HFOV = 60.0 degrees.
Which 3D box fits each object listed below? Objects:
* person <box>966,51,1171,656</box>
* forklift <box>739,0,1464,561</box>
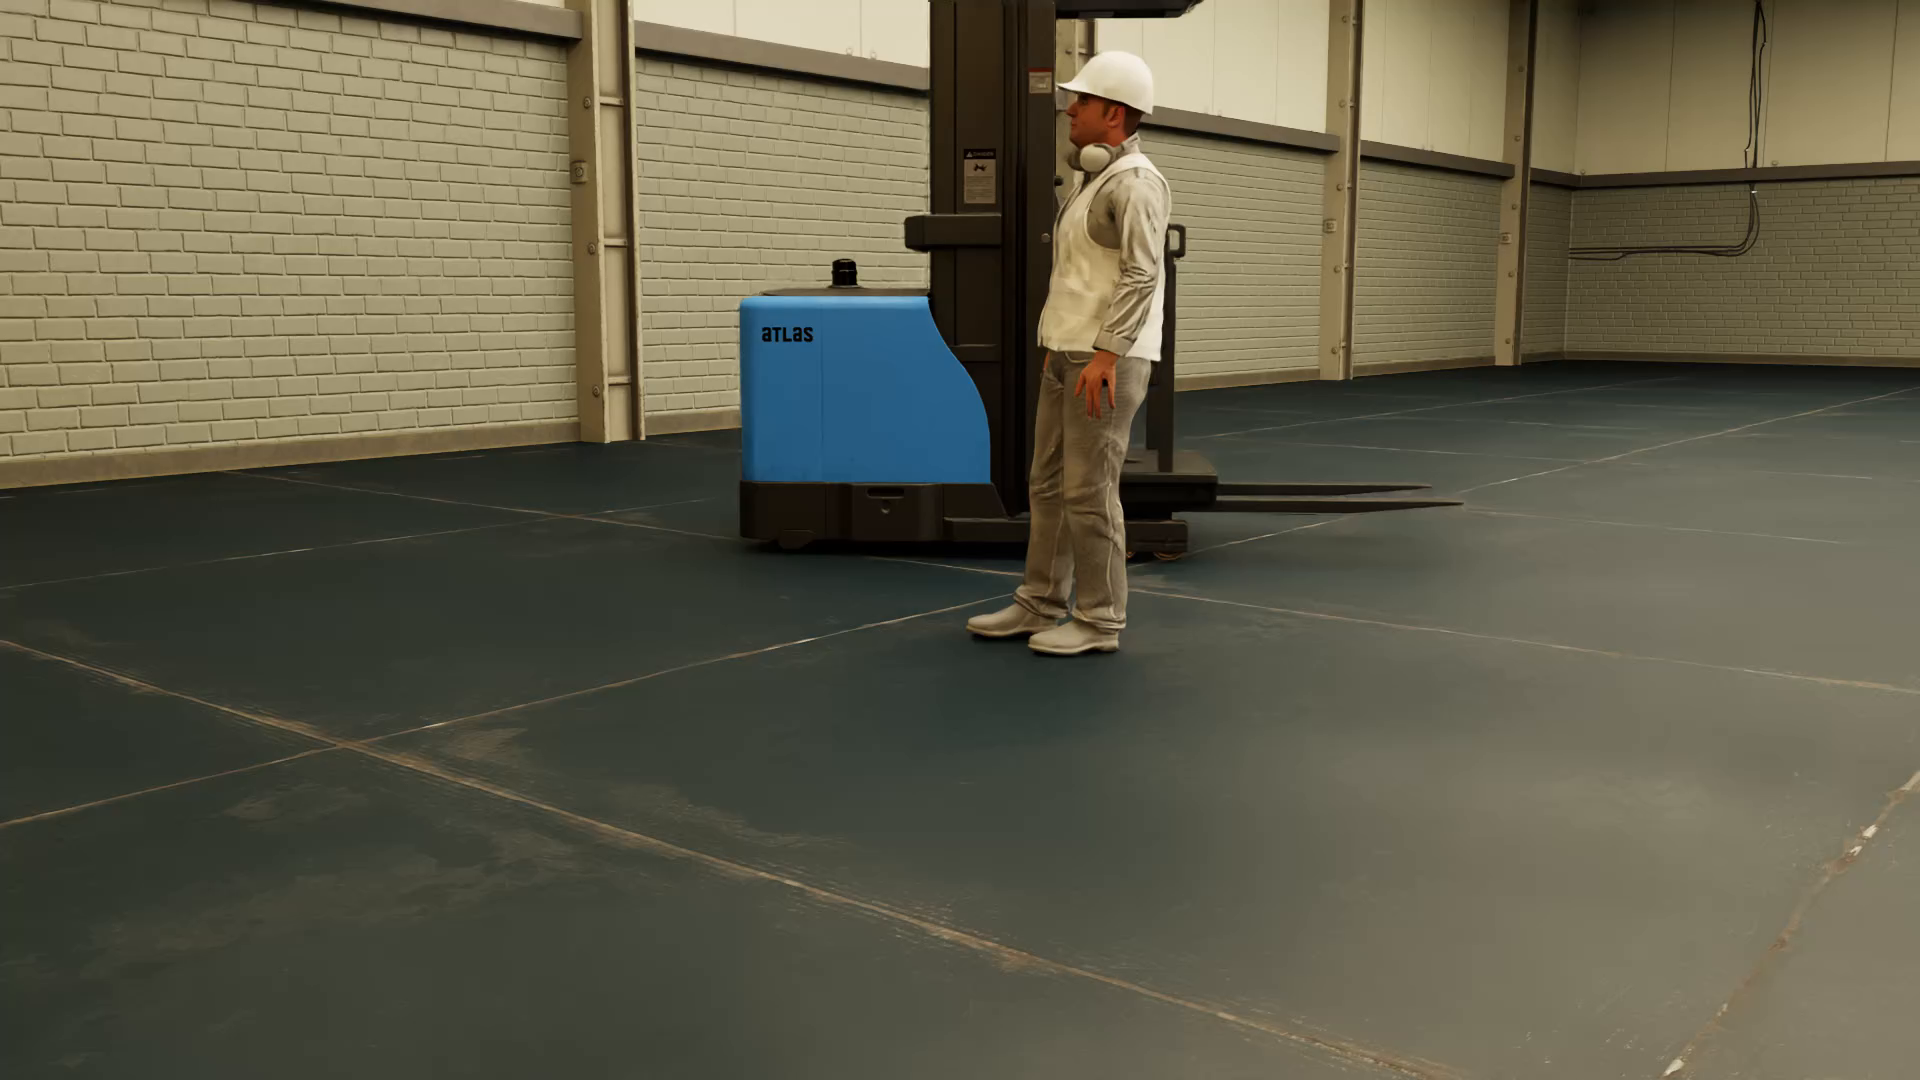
[{"bbox_3d":[0.331,-0.545,4.989,0.559,1.779,0.656,-1,8,-10],"label":"person"},{"bbox_3d":[0.607,-1.445,7.158,3.031,2.935,1.130,0,8,3],"label":"forklift"}]
